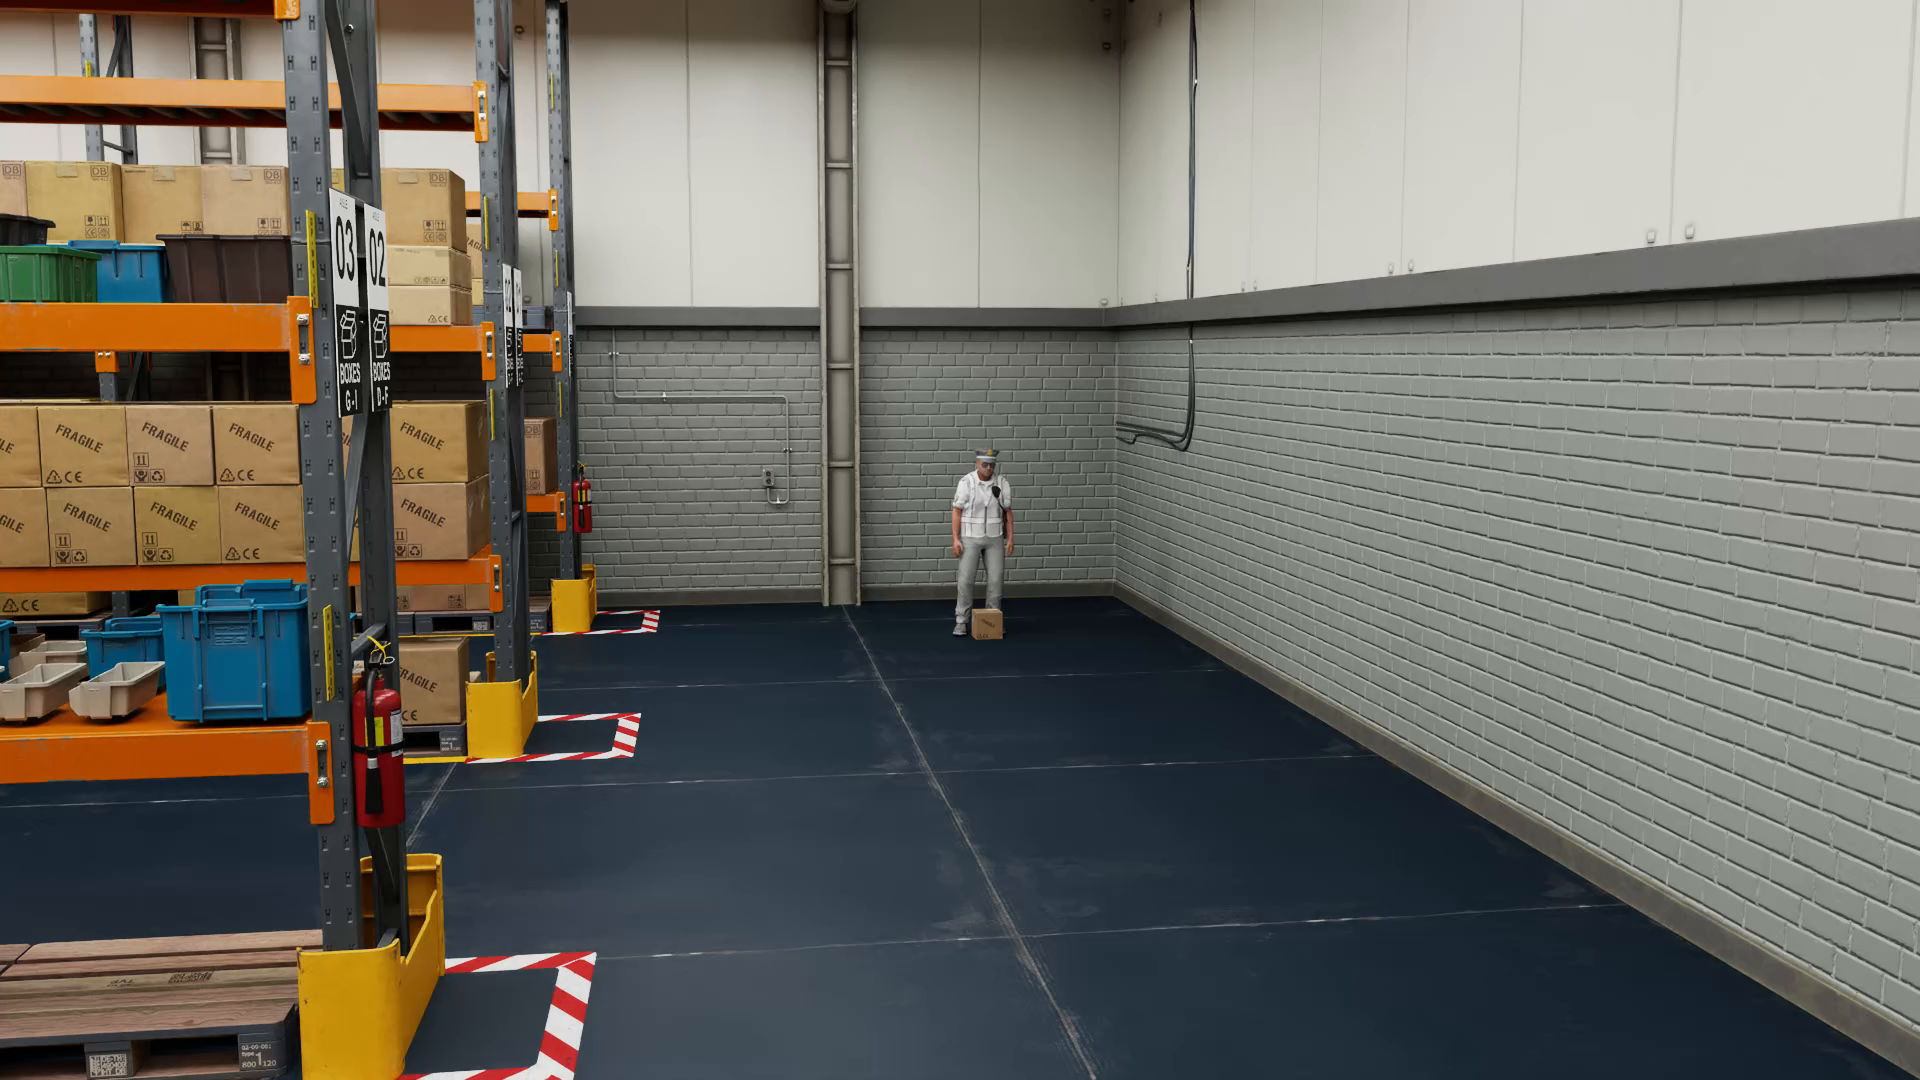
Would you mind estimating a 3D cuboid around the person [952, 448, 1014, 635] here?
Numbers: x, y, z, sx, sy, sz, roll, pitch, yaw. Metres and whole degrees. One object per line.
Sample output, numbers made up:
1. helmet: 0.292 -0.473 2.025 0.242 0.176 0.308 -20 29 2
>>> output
1. person: 0.209 0.004 15.635 0.600 1.749 0.433 -1 7 -11
